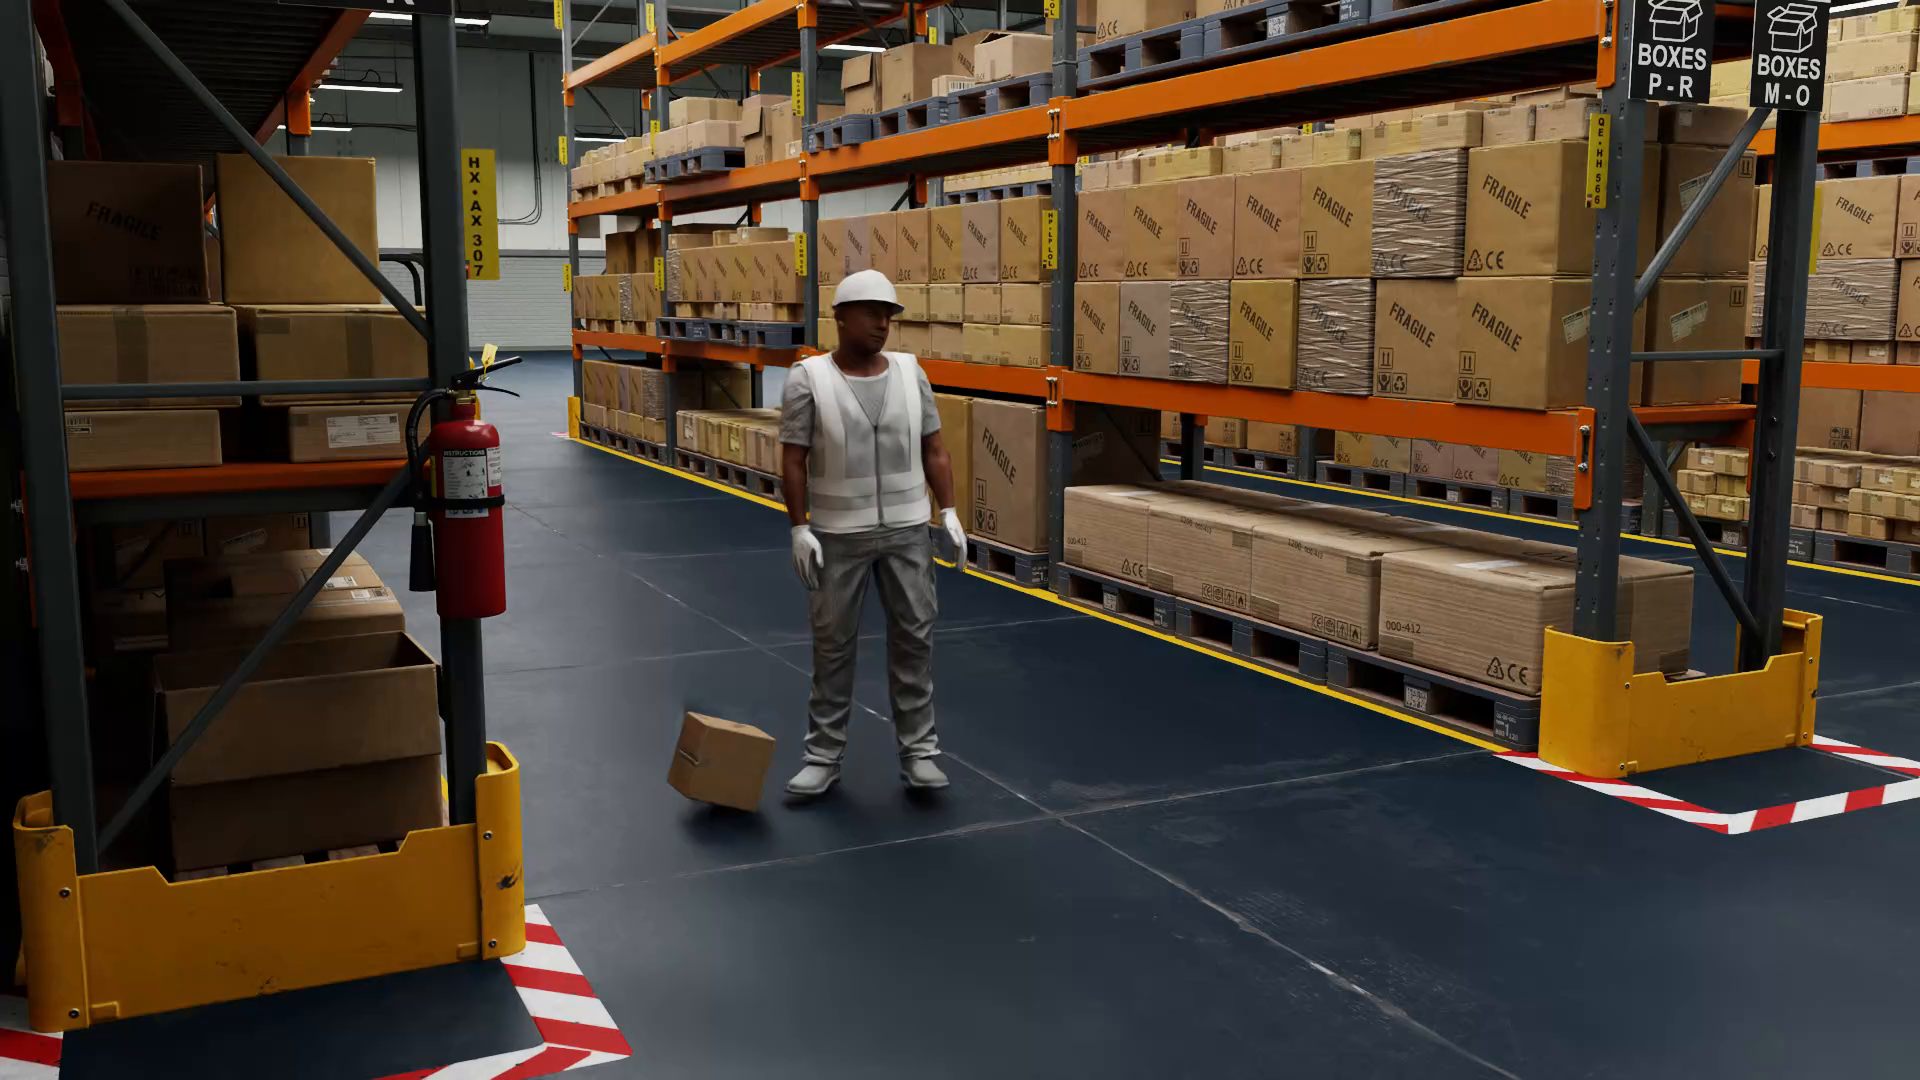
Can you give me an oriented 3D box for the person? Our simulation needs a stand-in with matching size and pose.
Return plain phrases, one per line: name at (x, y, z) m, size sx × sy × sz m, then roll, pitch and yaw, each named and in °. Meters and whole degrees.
person at (-0.296, -0.018, 5.678) m, size 0.634 × 1.788 × 0.436 m, roll -3°, pitch 9°, yaw -17°
